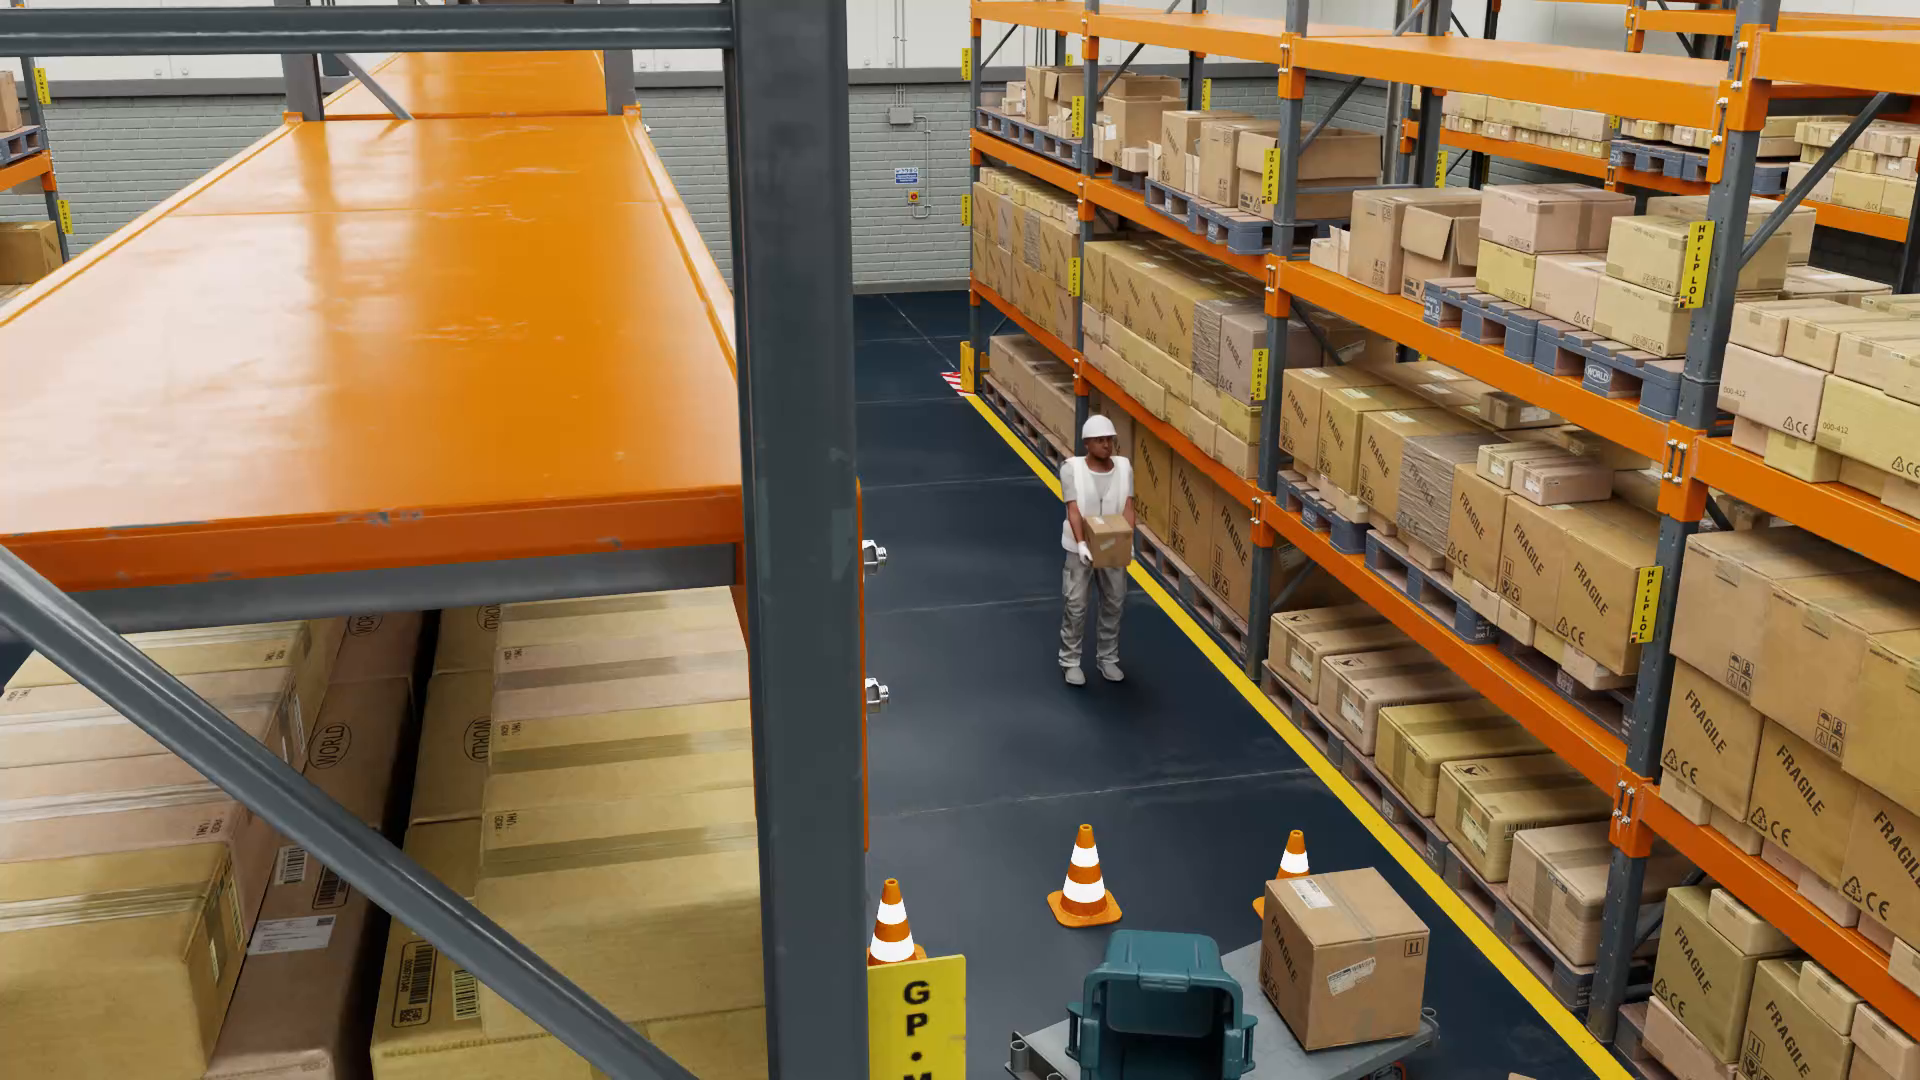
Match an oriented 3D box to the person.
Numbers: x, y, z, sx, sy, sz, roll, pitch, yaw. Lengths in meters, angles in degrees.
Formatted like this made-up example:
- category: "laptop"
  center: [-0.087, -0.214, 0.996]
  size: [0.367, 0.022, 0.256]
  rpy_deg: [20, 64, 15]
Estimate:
- category: "person"
  center: [0.909, 0.070, 10.852]
  size: [0.629, 1.775, 0.444]
  rpy_deg: [-6, 20, -15]
